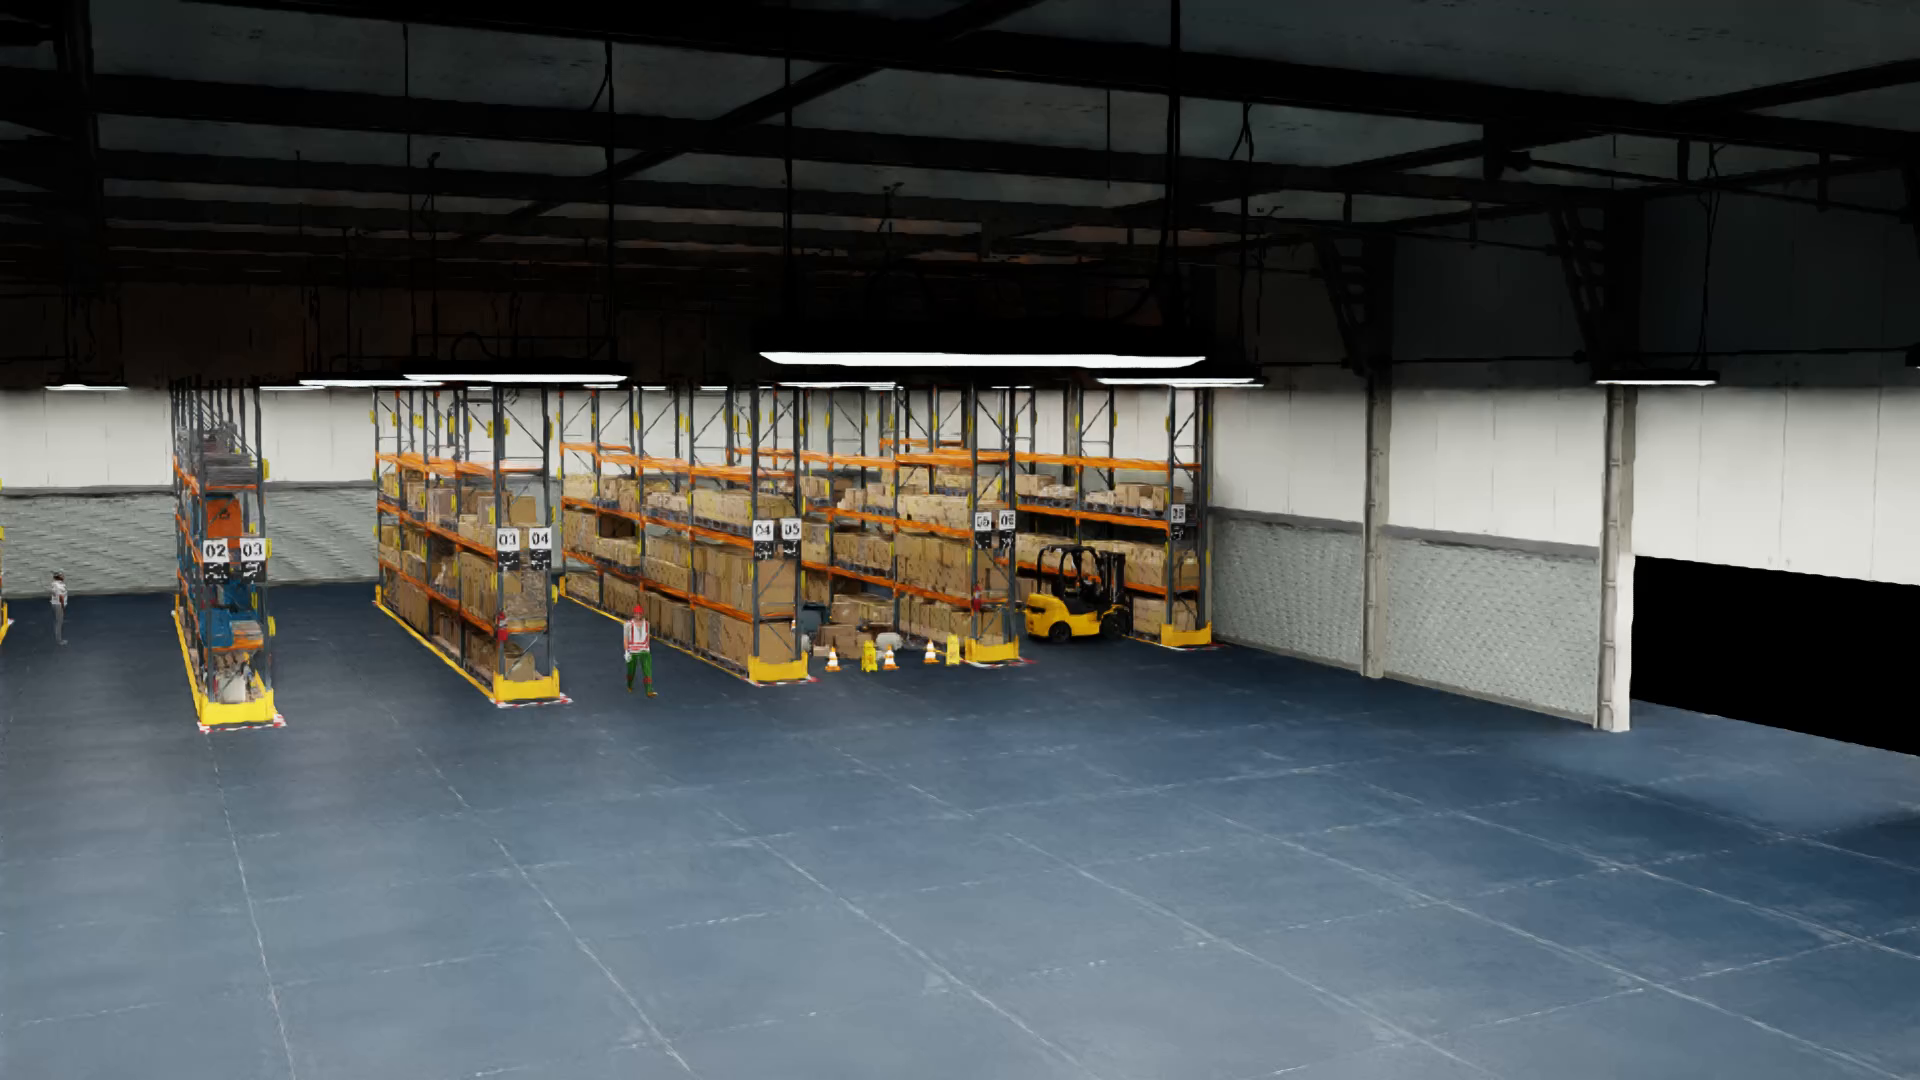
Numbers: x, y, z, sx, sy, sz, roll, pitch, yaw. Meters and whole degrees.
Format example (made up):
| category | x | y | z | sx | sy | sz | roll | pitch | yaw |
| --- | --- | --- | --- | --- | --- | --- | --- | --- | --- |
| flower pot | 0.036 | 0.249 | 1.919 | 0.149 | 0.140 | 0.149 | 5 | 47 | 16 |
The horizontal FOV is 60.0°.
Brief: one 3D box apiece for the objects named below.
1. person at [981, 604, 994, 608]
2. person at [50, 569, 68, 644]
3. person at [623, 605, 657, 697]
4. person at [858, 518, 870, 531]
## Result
| category | x | y | z | sx | sy | sz | roll | pitch | yaw |
| --- | --- | --- | --- | --- | --- | --- | --- | --- | --- |
| person | 0.553 | 1.322 | 39.320 | 0.636 | 1.775 | 0.677 | 0 | 5 | 5 |
| person | -20.482 | 1.504 | 37.832 | 0.581 | 1.682 | 0.369 | 5 | 7 | 44 |
| person | -6.065 | 2.069 | 31.349 | 0.553 | 1.709 | 1.123 | -2 | 6 | -25 |
| person | -3.059 | 0.070 | 53.384 | 0.551 | 1.730 | 0.672 | 3 | 6 | 34 |
